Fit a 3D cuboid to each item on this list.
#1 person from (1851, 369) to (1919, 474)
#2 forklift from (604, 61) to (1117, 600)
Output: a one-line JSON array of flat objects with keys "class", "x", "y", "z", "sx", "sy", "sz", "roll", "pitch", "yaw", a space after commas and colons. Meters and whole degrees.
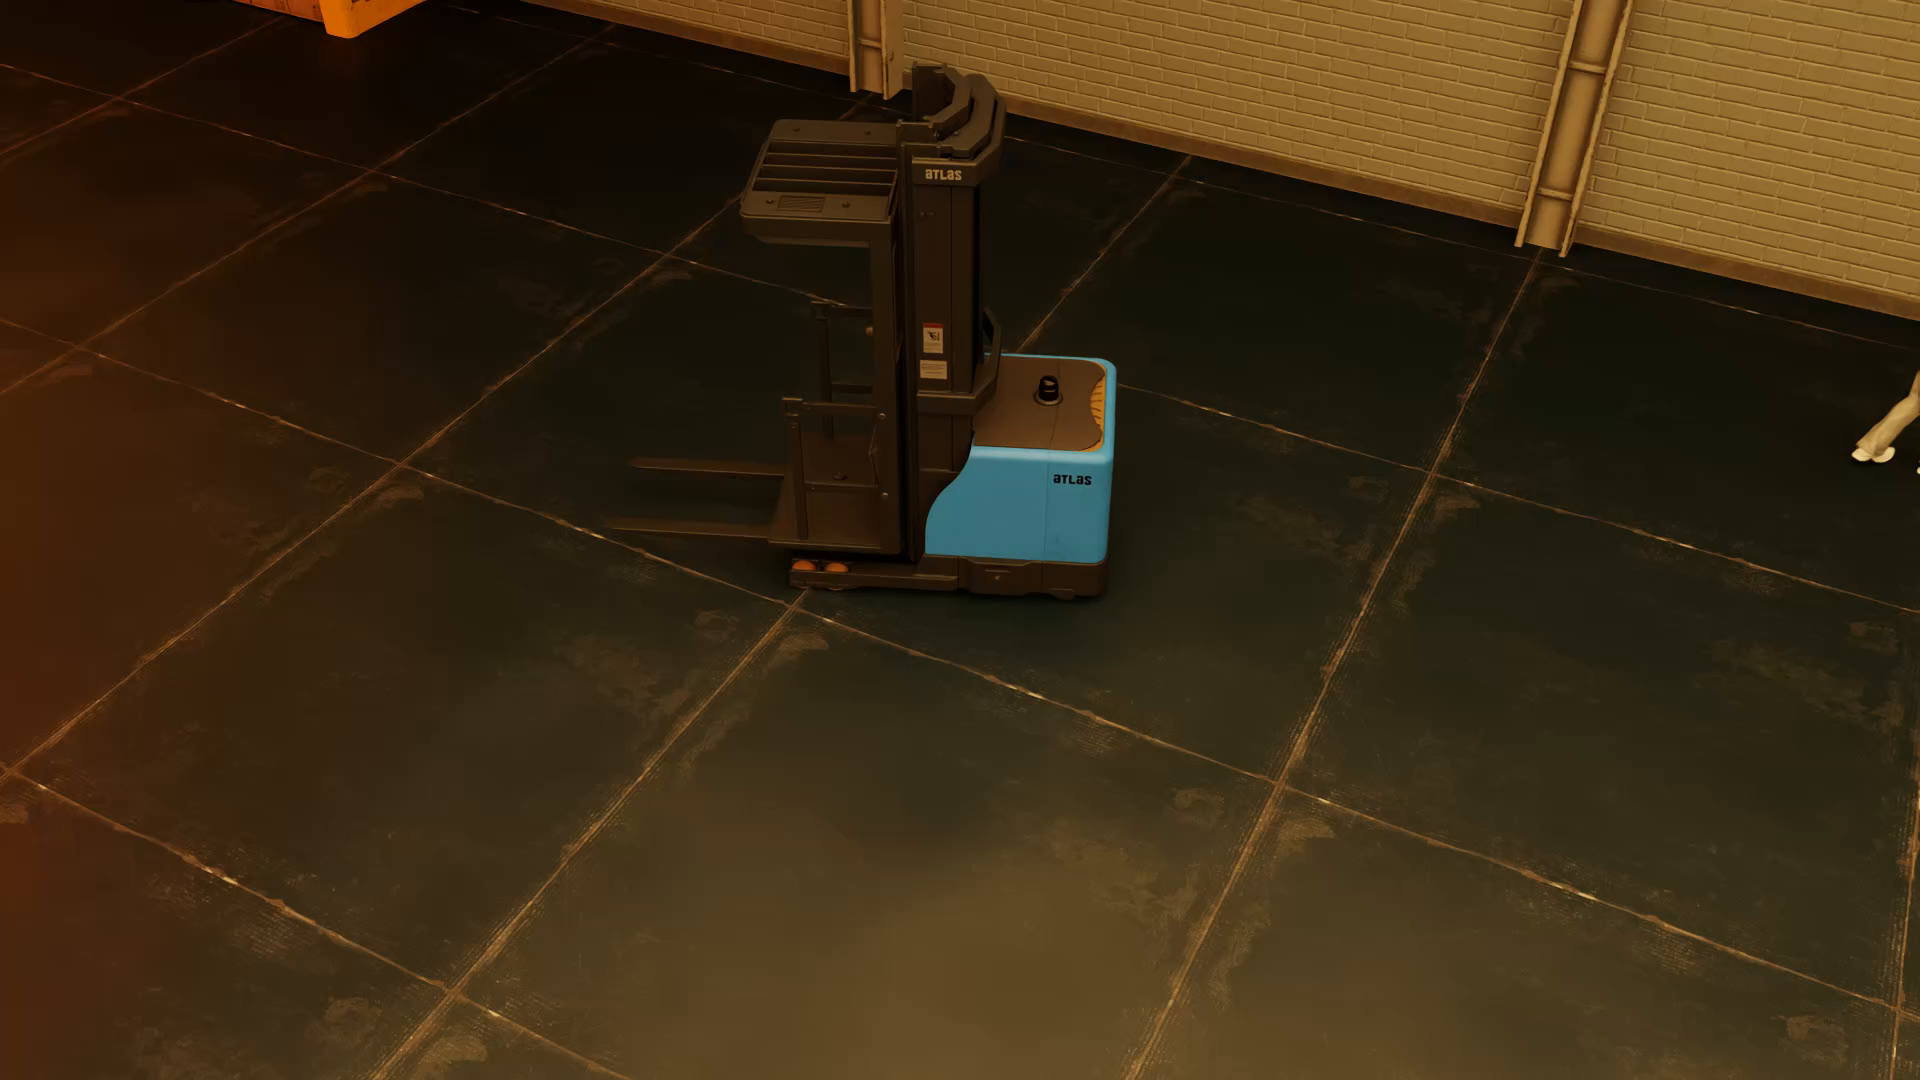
[{"class": "person", "x": 6.153, "y": -1.071, "z": 10.257, "sx": 0.728, "sy": 1.656, "sz": 0.835, "roll": -4, "pitch": 40, "yaw": -5}, {"class": "forklift", "x": -0.606, "y": -1.157, "z": 9.360, "sx": 3.031, "sy": 2.935, "sz": 1.130, "roll": 3, "pitch": 40, "yaw": 4}]
